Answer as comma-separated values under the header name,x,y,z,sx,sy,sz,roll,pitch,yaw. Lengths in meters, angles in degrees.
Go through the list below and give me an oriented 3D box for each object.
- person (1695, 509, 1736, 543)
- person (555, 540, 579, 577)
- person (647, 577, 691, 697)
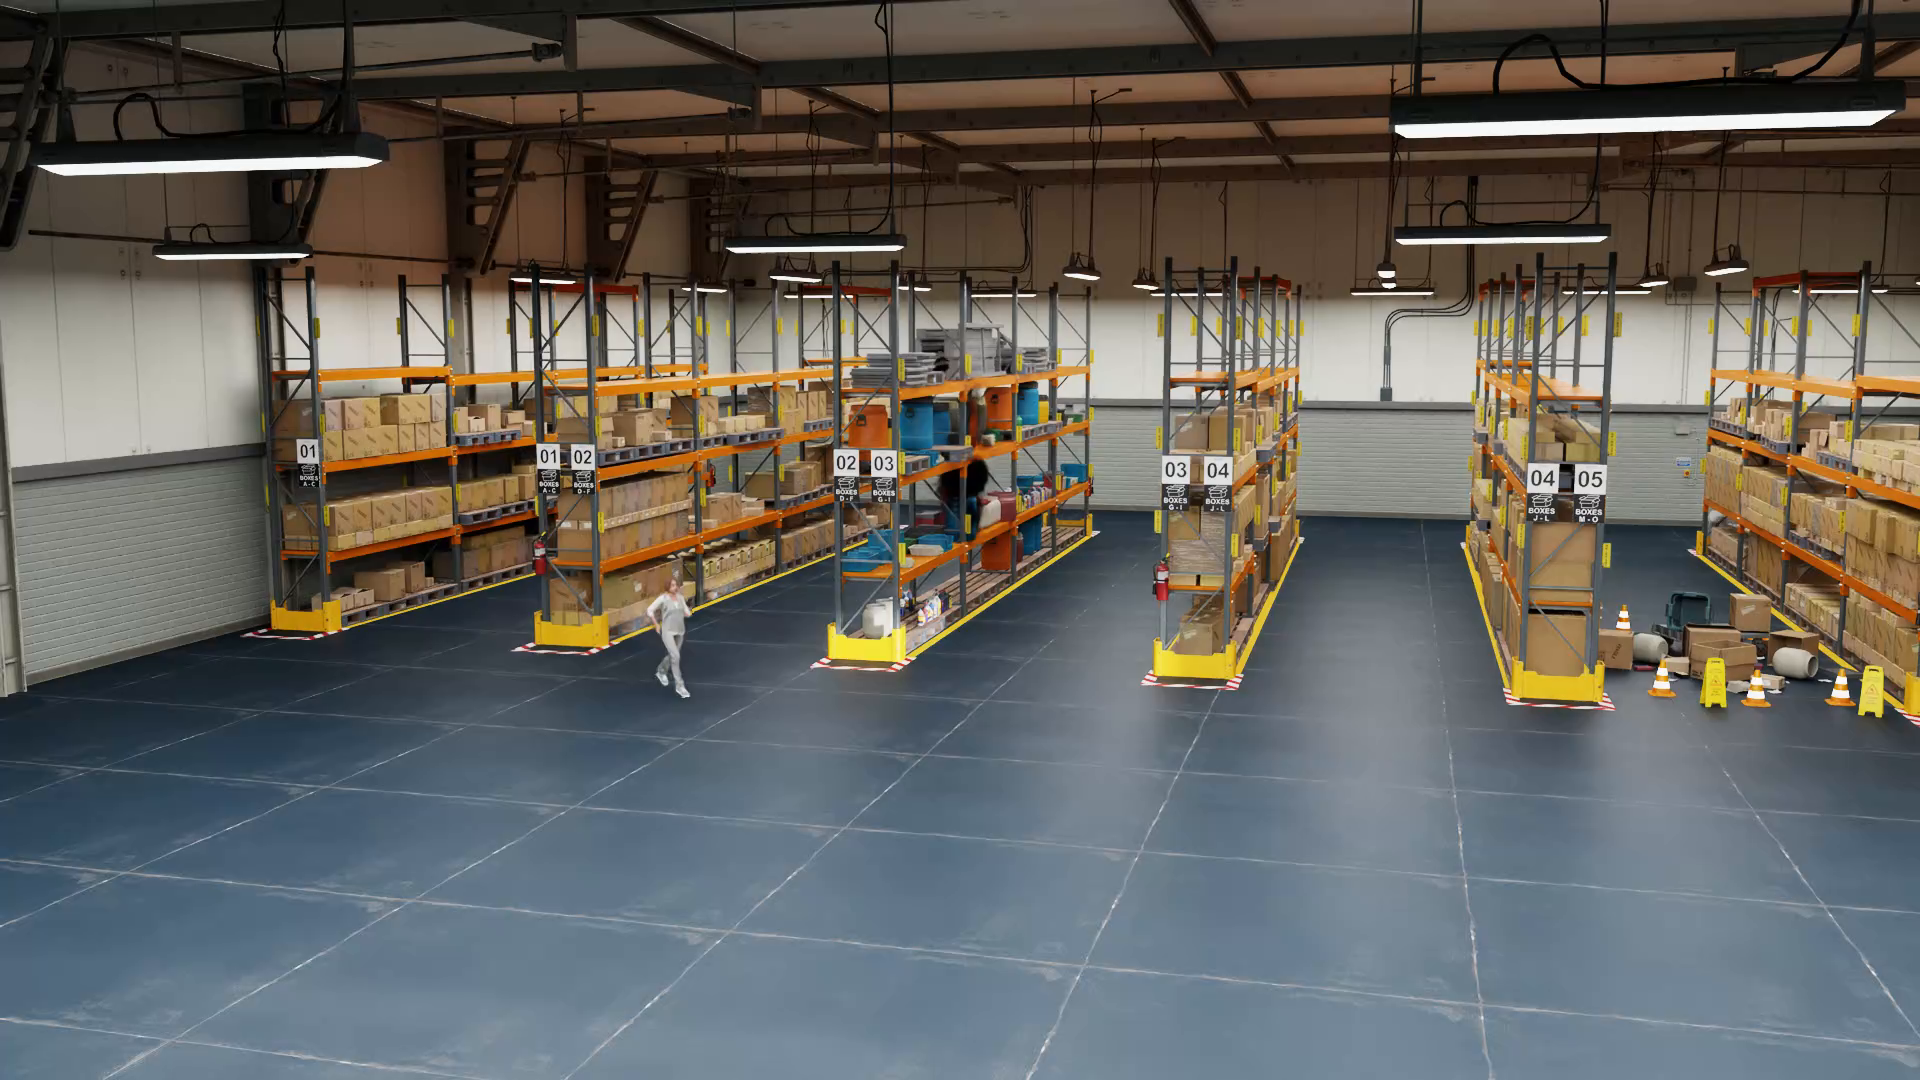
name,x,y,z,sx,sy,sz,roll,pitch,yaw
person,17.442,-0.591,38.094,1.079,1.521,0.767,4,8,29
person,-7.045,0.346,30.172,0.579,1.657,0.923,0,7,3
person,-3.955,1.301,22.822,0.867,1.600,0.529,7,10,44
